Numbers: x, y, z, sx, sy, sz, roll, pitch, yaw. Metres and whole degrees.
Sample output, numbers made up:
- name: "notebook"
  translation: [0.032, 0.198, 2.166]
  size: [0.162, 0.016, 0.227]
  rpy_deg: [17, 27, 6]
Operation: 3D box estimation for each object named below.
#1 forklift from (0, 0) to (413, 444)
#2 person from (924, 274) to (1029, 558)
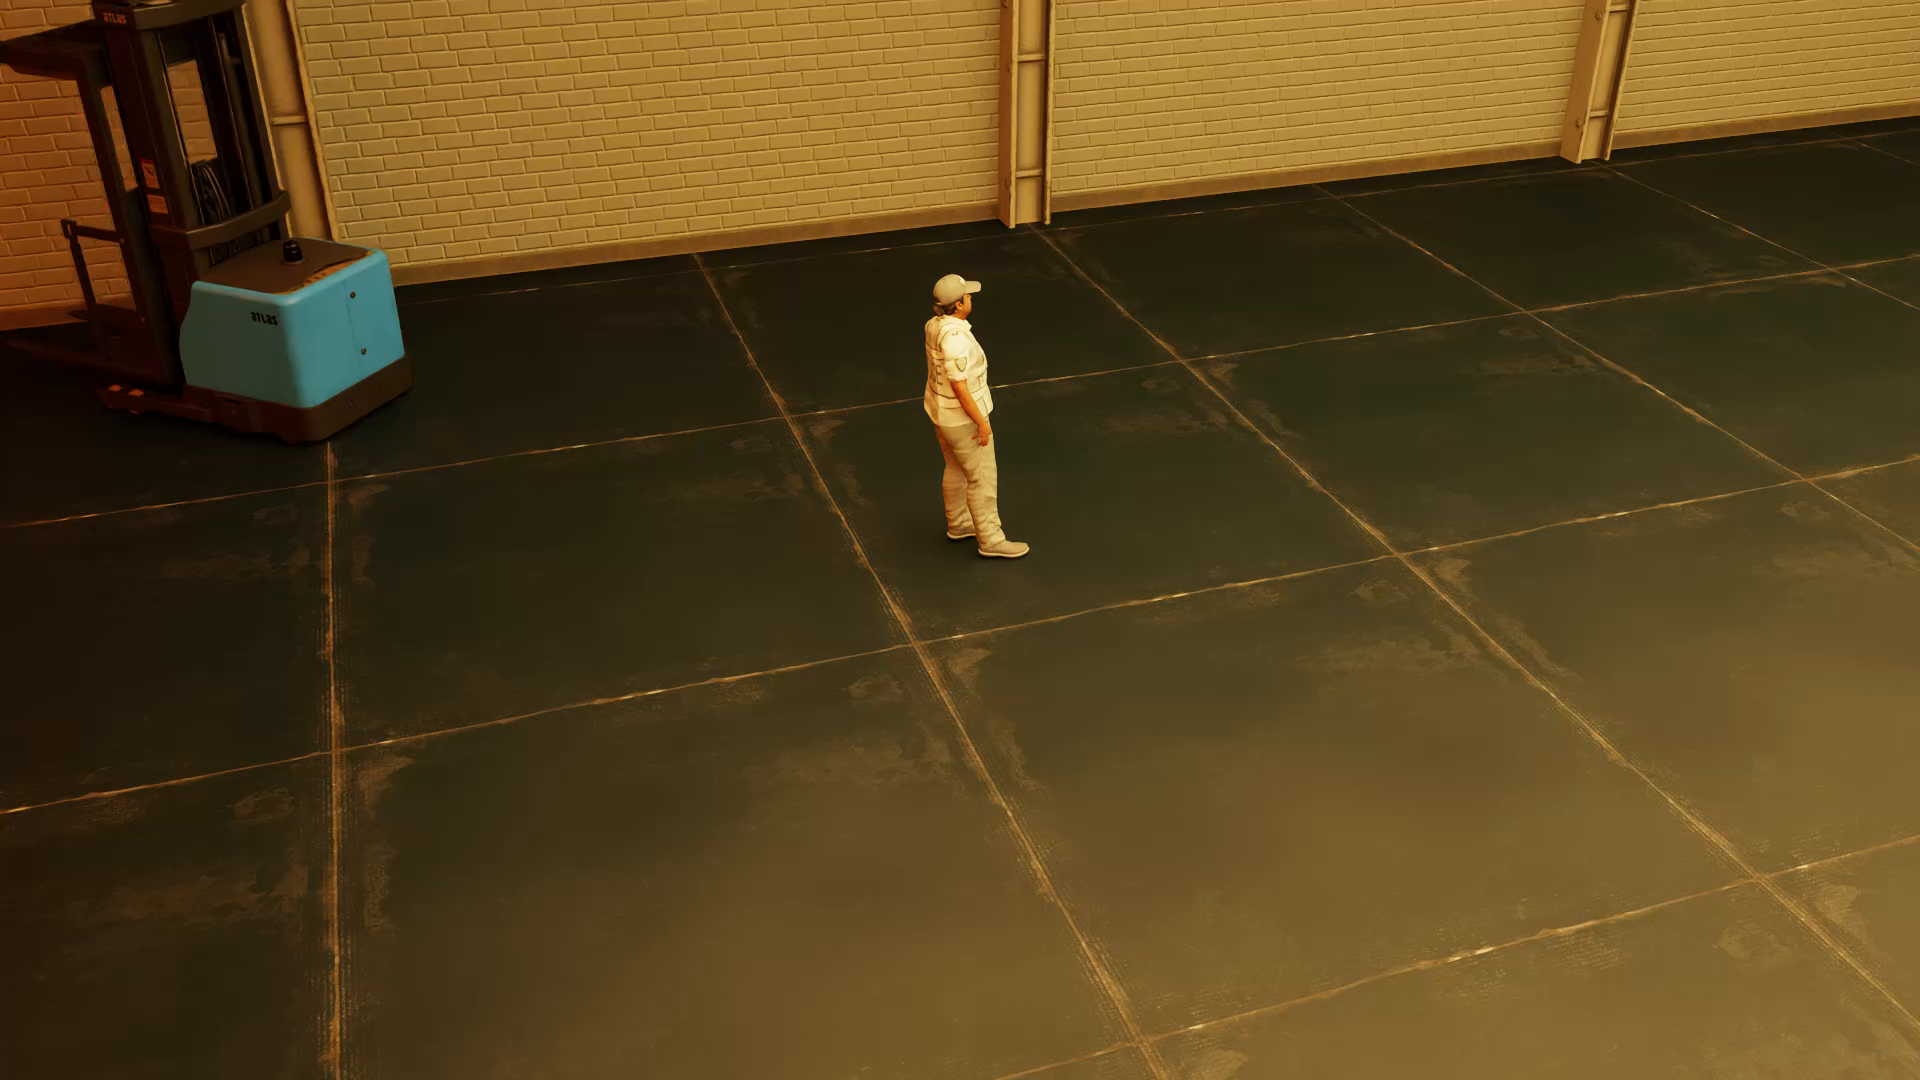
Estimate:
- name: "forklift"
  translation: [-5.444, -2.374, 11.213]
  size: [3.031, 2.935, 1.130]
  rpy_deg: [12, 32, 19]
- name: "person"
  translation: [0.080, -0.730, 9.609]
  size: [0.529, 1.670, 0.598]
  rpy_deg: [-10, 31, -16]
